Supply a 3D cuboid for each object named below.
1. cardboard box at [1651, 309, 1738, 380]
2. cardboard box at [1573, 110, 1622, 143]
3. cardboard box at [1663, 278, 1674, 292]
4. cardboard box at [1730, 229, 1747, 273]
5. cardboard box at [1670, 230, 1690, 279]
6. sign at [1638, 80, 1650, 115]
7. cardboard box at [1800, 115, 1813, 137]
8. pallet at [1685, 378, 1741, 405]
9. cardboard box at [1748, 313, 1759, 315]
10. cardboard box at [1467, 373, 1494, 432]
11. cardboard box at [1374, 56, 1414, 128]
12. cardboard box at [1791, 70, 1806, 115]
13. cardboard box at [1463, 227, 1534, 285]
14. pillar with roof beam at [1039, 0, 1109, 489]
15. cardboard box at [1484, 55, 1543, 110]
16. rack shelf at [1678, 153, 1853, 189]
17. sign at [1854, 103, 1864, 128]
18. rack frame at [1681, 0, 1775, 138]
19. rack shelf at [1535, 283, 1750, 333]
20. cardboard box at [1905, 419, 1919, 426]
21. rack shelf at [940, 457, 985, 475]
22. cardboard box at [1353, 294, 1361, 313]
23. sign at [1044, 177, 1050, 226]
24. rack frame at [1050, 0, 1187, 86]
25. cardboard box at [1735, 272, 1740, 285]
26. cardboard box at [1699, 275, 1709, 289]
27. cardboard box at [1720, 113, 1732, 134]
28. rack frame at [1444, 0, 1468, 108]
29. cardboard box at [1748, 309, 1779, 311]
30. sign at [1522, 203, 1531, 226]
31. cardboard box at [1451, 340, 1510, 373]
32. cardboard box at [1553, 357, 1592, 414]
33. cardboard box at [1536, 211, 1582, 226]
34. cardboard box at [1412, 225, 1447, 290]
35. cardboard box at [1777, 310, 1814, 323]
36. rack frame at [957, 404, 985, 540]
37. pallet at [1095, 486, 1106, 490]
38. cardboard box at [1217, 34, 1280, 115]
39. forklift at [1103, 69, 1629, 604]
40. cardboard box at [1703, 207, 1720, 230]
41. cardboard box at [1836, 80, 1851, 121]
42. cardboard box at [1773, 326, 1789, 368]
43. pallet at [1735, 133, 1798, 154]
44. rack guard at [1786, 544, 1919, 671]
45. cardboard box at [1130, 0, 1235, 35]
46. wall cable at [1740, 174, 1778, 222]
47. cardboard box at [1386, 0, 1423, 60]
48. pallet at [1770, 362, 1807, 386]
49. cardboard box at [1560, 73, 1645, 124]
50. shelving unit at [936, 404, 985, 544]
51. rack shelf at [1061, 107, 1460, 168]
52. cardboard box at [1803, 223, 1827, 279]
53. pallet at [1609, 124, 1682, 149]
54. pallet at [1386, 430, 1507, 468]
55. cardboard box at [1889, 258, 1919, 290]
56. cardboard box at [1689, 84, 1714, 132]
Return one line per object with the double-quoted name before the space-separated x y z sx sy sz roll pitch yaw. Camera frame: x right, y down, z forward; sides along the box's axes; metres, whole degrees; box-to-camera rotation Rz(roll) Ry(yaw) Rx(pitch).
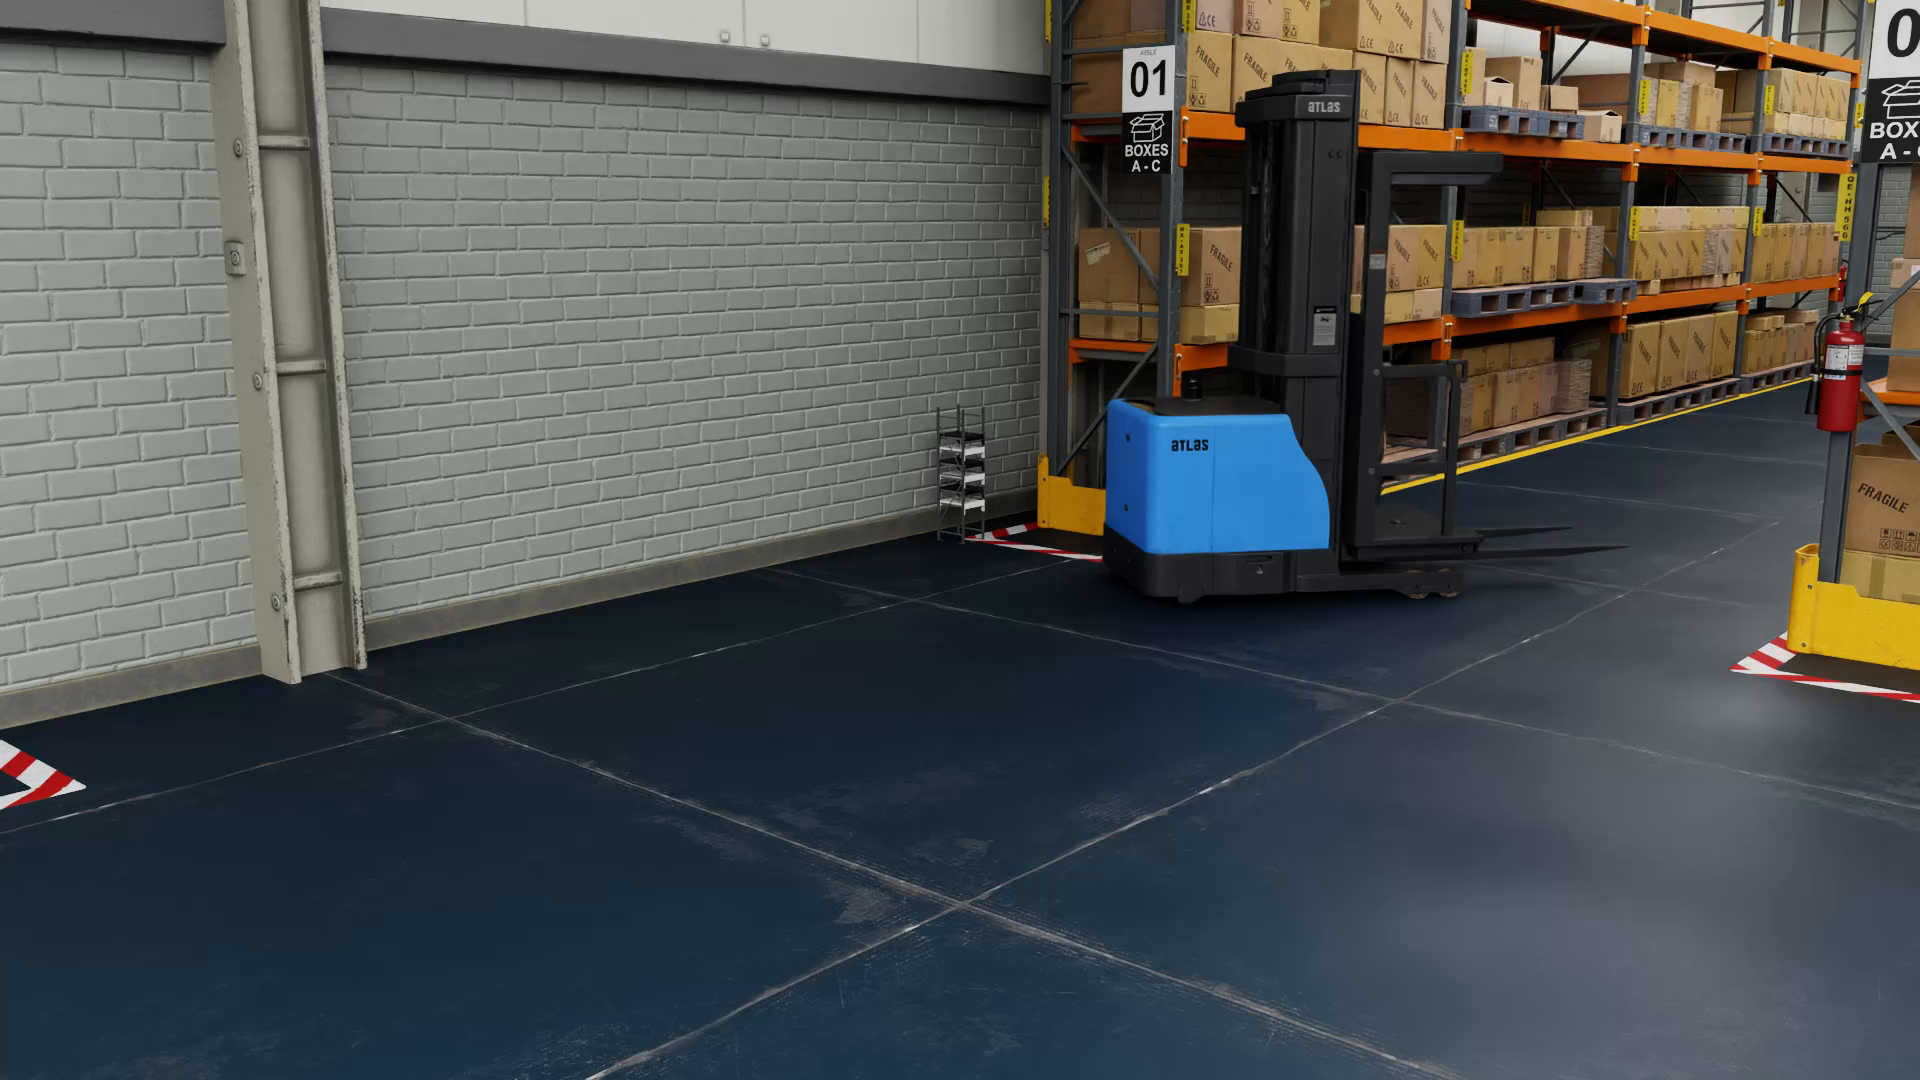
"cardboard box" 8.608 -2.314 19.557 0.750 0.750 0.750 10 15 41
"cardboard box" 6.026 -3.983 16.012 0.500 0.311 0.500 10 15 40
"cardboard box" 7.518 -2.785 18.085 0.380 0.149 0.250 10 15 41
"cardboard box" 8.824 -3.379 19.406 0.500 0.500 0.500 9 15 39
"cardboard box" 7.493 -3.078 17.900 0.500 0.500 0.500 10 15 40
"sign" 6.705 -4.341 16.306 0.100 0.325 0.005 10 15 40
"cardboard box" 10.274 -5.145 20.707 0.500 0.250 0.500 9 15 39
"pallet" 8.486 -1.784 19.606 1.003 0.211 1.213 10 15 40
"cardboard box" 10.122 -2.866 21.557 0.380 0.149 0.250 9 15 39
"cardboard box" 4.435 -1.281 15.225 0.700 0.500 0.500 9 15 39
"cardboard box" 3.167 -3.449 12.855 0.500 0.500 0.500 8 14 36
"cardboard box" 9.955 -5.440 20.273 0.500 0.500 0.500 9 15 39
"cardboard box" 4.805 -2.616 15.269 0.500 0.500 0.700 -10 15 -40
"pillar with roof beam" 4.064 -4.110 8.812 9.100 9.000 0.400 10 15 40
"cardboard box" 4.893 -4.076 14.972 0.500 0.500 0.500 9 14 38
"rack shelf" 10.259 -4.687 21.200 1.077 0.370 4.000 10 15 40
"sign" 11.978 -5.658 22.162 0.100 0.325 0.005 10 15 40
"rack frame" 8.939 -6.217 19.363 1.000 3.000 0.127 10 15 40
"rack shelf" 7.619 -2.628 18.547 1.077 0.370 4.000 10 15 40
"cardboard box" 5.852 -0.435 9.763 0.500 0.500 0.500 10 15 40
"rack shelf" 0.005 -0.498 11.118 0.258 0.077 0.200 10 15 40
"cardboard box" 2.918 -1.777 12.783 0.500 0.250 0.500 10 15 40
"sign" 0.614 -2.307 11.340 0.100 0.325 0.005 10 15 40
"rack frame" 1.018 -4.451 10.523 1.000 3.000 0.127 10 15 40
"cardboard box" 8.929 -3.075 19.541 0.380 0.149 0.250 10 15 41
"cardboard box" 8.234 -2.929 18.808 0.380 0.149 0.250 10 15 40
"cardboard box" 9.215 -5.058 20.276 0.500 0.250 0.500 10 15 41
"rack frame" 3.658 -5.040 13.470 1.000 3.000 0.127 10 15 40
"cardboard box" 10.791 -3.016 22.304 0.380 0.149 0.250 10 15 40
"sign" 5.880 -3.326 17.247 0.100 0.325 0.005 10 15 40
"cardboard box" 4.760 -1.708 15.451 0.500 0.250 0.500 9 15 39
"cardboard box" 5.863 -1.564 16.641 0.700 0.500 0.500 10 15 41
"cardboard box" 5.892 -3.166 16.367 0.380 0.149 0.250 7 13 31
"cardboard box" 3.579 -2.293 13.448 0.500 0.500 0.500 10 15 40
"cardboard box" 11.077 -2.966 22.055 0.380 0.149 0.250 10 15 42
"rack frame" 0.072 -0.457 11.204 0.240 0.900 0.006 10 15 40
"pallet" 1.631 -0.268 12.015 1.003 0.211 1.213 10 15 40
"cardboard box" 1.808 -3.131 11.262 0.500 0.500 0.500 -11 16 -44
"forklift" 2.439 -1.198 9.726 3.031 2.935 1.130 -2 11 -10
"cardboard box" 8.142 -3.597 18.580 0.500 0.250 0.500 10 15 41
"cardboard box" 11.301 -5.741 21.777 0.500 0.500 0.500 10 15 40
"cardboard box" 10.184 -2.501 21.383 0.700 0.500 0.500 10 15 42
"pallet" 9.487 -4.822 20.261 1.003 0.211 1.213 10 15 40
"rack guard" 4.726 0.360 8.134 1.175 0.500 0.348 10 15 40
"cardboard box" 1.455 -3.555 10.834 0.500 0.500 0.500 8 14 36
"wall cable" 11.714 -4.672 24.353 0.084 1.984 1.851 10 15 40
"cardboard box" 3.175 -3.927 12.696 0.500 0.500 0.500 11 16 43
"pallet" 10.305 -2.190 21.636 1.003 0.211 1.213 10 15 40
"cardboard box" 6.570 -4.500 17.045 0.700 0.500 0.500 8 14 36
"shelving unit" 0.005 -0.442 11.129 0.258 0.900 0.210 10 15 40
"rack shelf" 2.338 -2.922 12.361 1.077 0.370 4.000 10 15 40
"cardboard box" 10.779 -3.826 21.942 0.980 0.700 0.700 10 15 40
"pallet" 6.684 -4.166 17.237 1.213 0.211 1.003 11 16 43
"pallet" 4.171 -0.845 14.905 1.003 0.211 1.213 10 15 40
"cardboard box" 4.851 -1.318 8.238 0.380 0.149 0.250 9 15 39
"cardboard box" 7.957 -4.805 18.574 0.700 0.500 0.500 9 15 39
